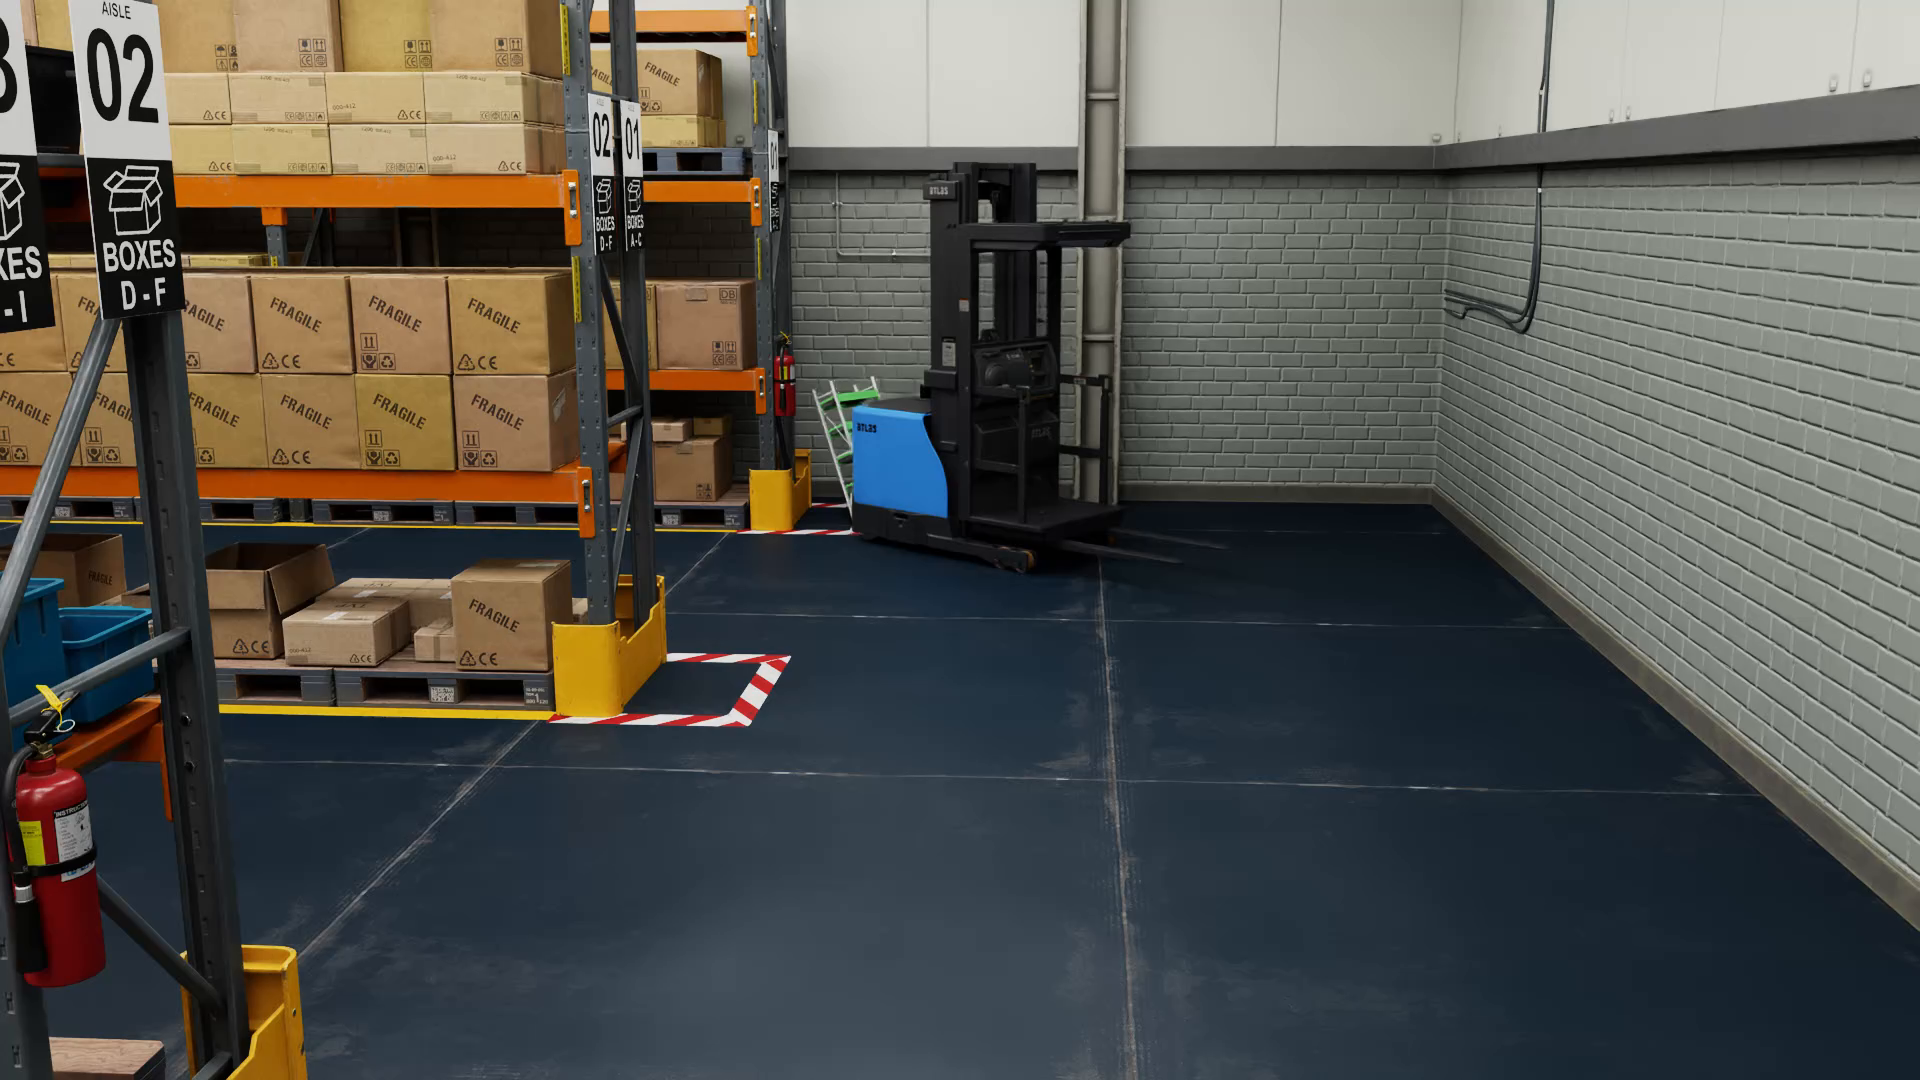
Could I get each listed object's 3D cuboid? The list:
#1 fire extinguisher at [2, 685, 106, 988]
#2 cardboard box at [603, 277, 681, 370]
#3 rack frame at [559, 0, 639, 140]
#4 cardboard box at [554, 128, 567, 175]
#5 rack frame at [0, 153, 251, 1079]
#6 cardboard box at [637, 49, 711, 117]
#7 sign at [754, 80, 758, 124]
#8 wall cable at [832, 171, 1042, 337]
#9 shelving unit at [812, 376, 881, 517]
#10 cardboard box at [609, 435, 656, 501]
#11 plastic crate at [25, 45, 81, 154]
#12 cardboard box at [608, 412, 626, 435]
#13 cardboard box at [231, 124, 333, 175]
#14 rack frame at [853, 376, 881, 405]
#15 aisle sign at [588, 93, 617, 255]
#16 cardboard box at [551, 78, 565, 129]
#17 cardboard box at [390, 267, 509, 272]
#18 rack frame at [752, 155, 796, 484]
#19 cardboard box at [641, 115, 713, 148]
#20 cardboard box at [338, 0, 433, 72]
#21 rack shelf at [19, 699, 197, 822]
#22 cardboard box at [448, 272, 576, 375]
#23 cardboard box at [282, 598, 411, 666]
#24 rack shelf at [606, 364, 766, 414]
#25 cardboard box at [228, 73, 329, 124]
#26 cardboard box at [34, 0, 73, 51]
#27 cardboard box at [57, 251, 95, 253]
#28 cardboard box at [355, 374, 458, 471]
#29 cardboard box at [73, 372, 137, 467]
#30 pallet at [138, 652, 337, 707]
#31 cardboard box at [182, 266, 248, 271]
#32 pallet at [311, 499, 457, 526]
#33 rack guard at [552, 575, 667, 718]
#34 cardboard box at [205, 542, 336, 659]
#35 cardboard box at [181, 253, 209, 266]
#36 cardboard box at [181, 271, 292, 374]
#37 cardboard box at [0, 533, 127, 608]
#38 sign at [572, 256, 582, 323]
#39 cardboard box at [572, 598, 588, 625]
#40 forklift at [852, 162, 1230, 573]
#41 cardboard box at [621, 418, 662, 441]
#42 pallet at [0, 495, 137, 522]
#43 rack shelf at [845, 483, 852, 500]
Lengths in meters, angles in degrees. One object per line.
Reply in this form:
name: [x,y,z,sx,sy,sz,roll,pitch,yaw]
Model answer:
fire extinguisher: [-2.083,0.677,3.804,0.183,0.674,0.296,1,12,4]
cardboard box: [-2.777,-1.821,13.917,0.700,0.700,0.980,1,12,3]
rack frame: [-1.868,-3.586,8.435,0.127,3.000,1.000,1,12,4]
cardboard box: [-2.364,-2.104,9.039,0.500,0.250,0.500,1,12,4]
rack frame: [-2.203,0.362,4.211,0.127,3.000,1.000,1,12,4]
cardboard box: [-2.289,-3.633,13.247,0.500,0.500,0.500,1,12,4]
sign: [-1.591,-3.414,12.968,0.005,0.325,0.100,1,12,4]
wall cable: [-0.200,-2.335,14.623,1.851,1.984,0.084,1,12,4]
shelving unit: [-0.797,-0.739,13.834,0.258,1.200,0.503,-21,-5,42]
cardboard box: [-2.745,-0.640,14.081,0.500,0.500,0.700,1,12,4]
plastic crate: [-2.568,-1.104,4.215,0.590,0.269,0.497,1,12,4]
cardboard box: [-2.863,-1.000,14.218,0.250,0.149,0.380,1,12,4]
cardboard box: [-3.396,-2.011,8.597,0.500,0.250,0.500,1,12,4]
rack frame: [-0.638,-0.776,14.016,0.240,1.200,0.015,-21,-5,42]
aisle sign: [-1.820,-1.859,8.479,0.004,0.787,0.394,1,12,4]
cardboard box: [-2.363,-2.350,8.994,0.500,0.250,0.500,1,12,4]
cardboard box: [-2.815,-1.254,9.250,0.500,0.500,0.500,1,12,4]
rack frame: [-1.541,-1.662,13.887,0.127,3.000,1.000,1,12,4]
cardboard box: [-2.289,-3.267,13.331,0.500,0.250,0.500,1,12,5]
cardboard box: [-2.875,-2.684,8.762,0.500,0.500,0.700,1,12,4]
rack shelf: [-4.198,0.687,4.416,4.000,0.370,1.077,1,12,4]
cardboard box: [-2.331,-1.138,8.697,0.500,0.500,0.500,1,12,3]
cardboard box: [-3.373,0.504,9.172,0.500,0.250,0.500,1,12,4]
rack shelf: [-3.536,-1.337,14.091,4.000,0.370,1.077,1,12,4]
cardboard box: [-3.395,-2.259,8.559,0.500,0.250,0.500,1,12,4]
cardboard box: [-4.383,-2.671,8.698,0.500,0.500,0.700,1,12,4]
cardboard box: [-7.517,-2.367,14.407,0.500,0.250,0.500,1,12,2]
cardboard box: [-2.851,-0.656,8.833,0.500,0.500,0.500,1,12,4]
cardboard box: [-4.359,-0.677,8.935,0.500,0.500,0.500,1,12,3]
pallet: [-3.953,0.686,9.473,1.213,0.211,1.003,1,12,4]
cardboard box: [-4.323,-1.276,9.354,0.500,0.500,0.500,1,12,4]
pallet: [-4.778,-0.325,14.308,1.213,0.211,1.003,1,12,4]
rack guard: [-1.944,0.573,9.310,0.348,0.500,1.175,1,12,4]
cardboard box: [-3.984,0.327,9.403,0.637,0.503,0.797,1,12,4]
cardboard box: [-6.524,-2.251,13.853,0.500,0.250,0.500,1,12,5]
cardboard box: [-3.865,-1.158,8.792,0.500,0.500,0.500,1,12,6]
cardboard box: [-5.272,0.253,9.761,0.500,0.500,0.500,1,12,4]
sign: [-1.925,-1.258,8.357,0.005,0.325,0.100,1,12,4]
cardboard box: [-2.263,0.454,9.659,0.250,0.149,0.380,1,12,4]
forklift: [0.579,-1.315,12.396,3.031,2.935,1.130,10,16,40]
cardboard box: [-2.641,-0.918,13.828,0.250,0.149,0.380,1,12,5]
pallet: [-7.527,-0.363,14.488,1.213,0.211,1.003,1,12,4]
rack shelf: [-0.707,-0.450,13.814,0.258,0.148,0.480,-21,-5,42]
